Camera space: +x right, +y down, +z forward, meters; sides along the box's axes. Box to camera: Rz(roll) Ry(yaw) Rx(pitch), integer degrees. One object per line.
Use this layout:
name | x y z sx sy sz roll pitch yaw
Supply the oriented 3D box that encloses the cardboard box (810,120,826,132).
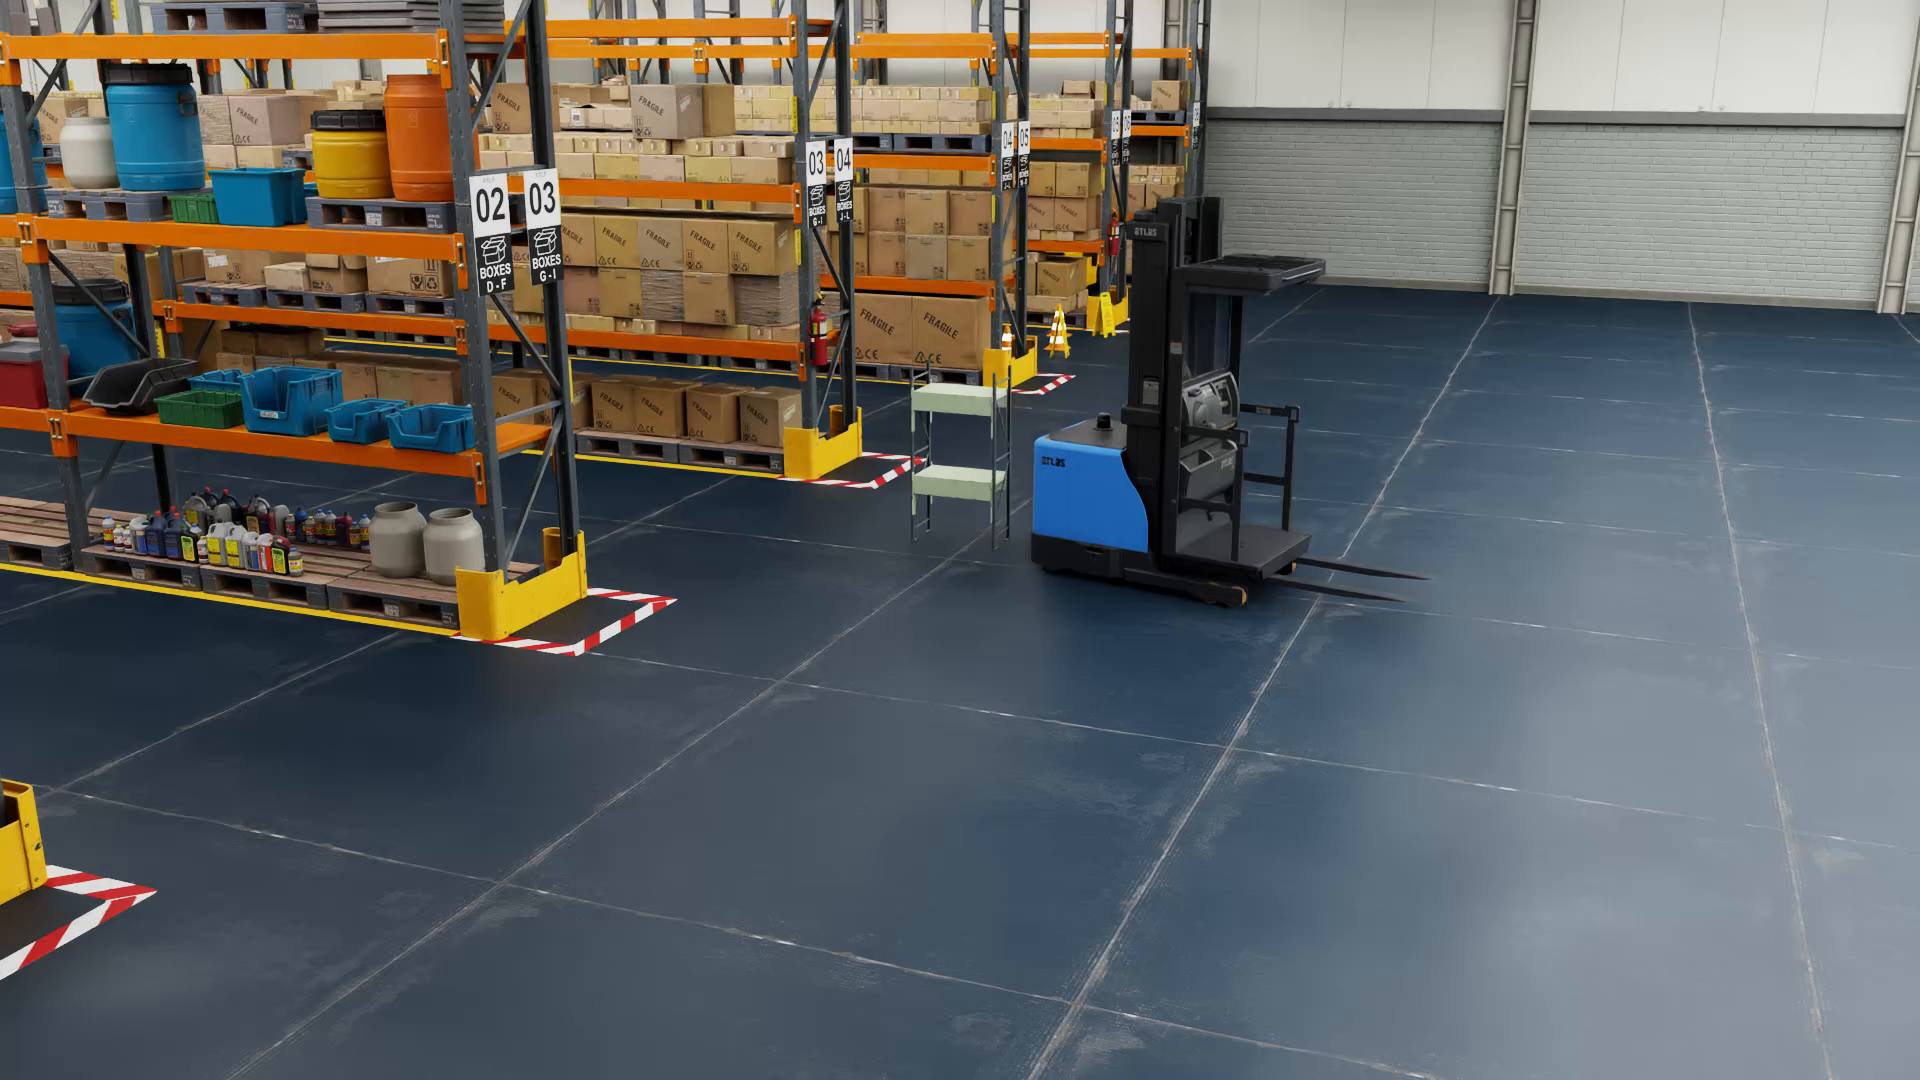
cardboard box | -1.705 -5.181 20.778 0.250 0.149 0.380 6 17 21

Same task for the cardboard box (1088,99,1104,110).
cardboard box | 2.083 -6.544 24.974 0.250 0.149 0.380 6 17 20

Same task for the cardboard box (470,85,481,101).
cardboard box | -8.111 -7.504 28.329 0.500 0.500 0.500 6 17 20

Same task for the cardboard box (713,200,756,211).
cardboard box | -2.774 -4.411 21.780 0.550 0.550 0.875 6 17 21

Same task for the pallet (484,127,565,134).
pallet | -6.207 -5.574 22.951 1.003 0.211 1.213 7 18 23

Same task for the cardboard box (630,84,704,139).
cardboard box | -2.832 -4.146 16.085 0.500 0.500 0.500 6 17 21

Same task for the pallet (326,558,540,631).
pallet | -3.956 0.362 12.547 1.213 0.211 1.003 6 17 21

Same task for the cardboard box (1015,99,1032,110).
cardboard box | 1.004 -6.536 24.949 0.250 0.149 0.380 6 17 21

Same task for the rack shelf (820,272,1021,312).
rack shelf | -1.244 -3.317 21.508 4.000 0.370 1.077 6 17 21

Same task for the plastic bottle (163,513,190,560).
plastic bottle | -6.061 -0.036 12.879 0.185 0.351 0.144 6 17 18

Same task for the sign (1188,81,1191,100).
sign | 3.945 -7.728 28.586 0.005 0.325 0.100 6 17 21

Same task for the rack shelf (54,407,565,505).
rack shelf | -4.975 -0.756 12.688 4.000 0.370 1.077 6 17 21

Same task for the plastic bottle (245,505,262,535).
plastic bottle | -5.665 -0.140 13.358 0.133 0.283 0.061 6 17 21

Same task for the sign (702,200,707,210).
sign | -3.294 -4.243 21.474 0.005 0.325 0.100 6 17 21

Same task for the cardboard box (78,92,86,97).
cardboard box | -13.089 -6.701 25.152 0.250 0.149 0.380 7 18 22

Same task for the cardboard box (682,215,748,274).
cardboard box | -2.367 -2.894 16.257 0.500 0.500 0.500 6 17 21

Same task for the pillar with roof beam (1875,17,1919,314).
pillar with roof beam | 13.423 -6.881 21.736 0.400 9.000 9.100 6 17 21

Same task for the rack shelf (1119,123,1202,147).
rack shelf | 2.296 -7.339 29.984 4.000 0.370 1.077 6 17 21

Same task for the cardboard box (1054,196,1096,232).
cardboard box | 1.733 -4.927 25.051 0.500 0.500 0.500 6 17 20

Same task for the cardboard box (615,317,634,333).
cardboard box | -3.279 -2.206 16.844 0.250 0.149 0.380 6 17 21

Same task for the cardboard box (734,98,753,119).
cardboard box | -2.752 -5.505 21.179 0.500 0.250 0.500 6 17 21

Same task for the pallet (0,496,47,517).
pallet | -8.719 -0.162 14.352 1.213 0.211 1.003 6 17 21

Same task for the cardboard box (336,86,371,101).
cardboard box | -8.501 -6.232 23.329 0.258 0.266 0.396 6 17 21

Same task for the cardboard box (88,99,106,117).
cardboard box | -9.333 -4.735 18.786 0.637 0.503 0.797 7 18 24

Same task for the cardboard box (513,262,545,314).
cardboard box | -4.170 -2.659 17.240 0.500 0.500 0.875 6 17 21

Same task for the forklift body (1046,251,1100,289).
forklift body | 1.723 -5.353 28.753 1.214 2.155 2.313 6 17 21

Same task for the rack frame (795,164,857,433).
rack frame | -1.297 -2.181 16.308 0.127 3.000 1.000 6 17 21

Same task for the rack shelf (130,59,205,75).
rack shelf | -10.600 -5.548 19.151 4.000 0.370 1.077 6 17 21

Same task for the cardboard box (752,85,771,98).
cardboard box | -2.417 -5.642 20.936 0.250 0.149 0.380 6 17 20

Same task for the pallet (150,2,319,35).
pallet | -4.920 -3.703 11.844 1.213 0.211 1.003 6 17 21

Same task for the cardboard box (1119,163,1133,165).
cardboard box | 2.962 -6.740 30.134 0.250 0.149 0.380 7 18 22

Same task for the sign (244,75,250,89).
sign | -12.754 -8.143 29.754 0.005 0.325 0.100 6 17 21

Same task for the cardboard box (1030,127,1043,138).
cardboard box | 1.215 -6.132 24.985 0.250 0.149 0.380 6 17 21

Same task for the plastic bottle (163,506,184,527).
plastic bottle | -6.184 -0.092 13.074 0.185 0.351 0.144 6 17 21

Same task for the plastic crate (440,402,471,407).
plastic crate | -3.829 -0.945 12.522 0.250 0.136 0.298 6 17 21

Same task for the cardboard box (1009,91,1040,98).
cardboard box | 1.120 -7.948 30.017 0.500 0.311 0.500 7 17 22

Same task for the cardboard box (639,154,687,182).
cardboard box | -2.778 -3.638 16.215 0.500 0.250 0.500 7 17 22

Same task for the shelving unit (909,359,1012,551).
shelving unit | 0.006 -0.720 13.962 0.755 1.500 0.431 6 17 21

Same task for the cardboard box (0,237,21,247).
cardboard box | -11.229 -3.802 19.912 0.637 0.503 0.797 6 17 21

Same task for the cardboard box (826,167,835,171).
cardboard box | -2.352 -7.038 31.694 0.250 0.149 0.380 6 17 21

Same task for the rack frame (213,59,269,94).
rack frame | -10.546 -7.566 24.095 0.127 3.000 1.000 6 17 21

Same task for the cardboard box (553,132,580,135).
cardboard box | -4.130 -4.138 17.221 0.250 0.149 0.380 5 17 18

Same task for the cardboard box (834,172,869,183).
cardboard box | -1.713 -5.676 26.878 0.500 0.500 0.500 7 18 22

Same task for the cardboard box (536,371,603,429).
cardboard box | -4.125 -1.484 17.635 0.500 0.500 0.500 13 21 38

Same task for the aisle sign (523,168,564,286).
aisle sign | -2.940 -2.214 11.757 0.004 0.787 0.394 6 17 21

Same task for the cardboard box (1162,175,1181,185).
cardboard box | 3.731 -6.362 29.364 0.250 0.149 0.380 7 17 21

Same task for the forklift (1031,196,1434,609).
forklift | 2.086 -1.064 12.583 3.031 2.935 1.130 10 19 31

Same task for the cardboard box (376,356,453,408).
cardboard box | -6.018 -1.724 18.425 0.500 0.500 0.700 6 17 20

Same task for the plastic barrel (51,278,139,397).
plastic barrel | -7.084 -1.665 13.629 0.708 0.901 0.600 6 17 21

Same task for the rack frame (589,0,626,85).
rack frame | -7.006 -10.148 32.989 0.127 3.000 1.000 6 17 21

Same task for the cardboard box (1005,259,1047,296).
cardboard box | 1.011 -4.060 25.611 0.500 0.500 0.500 7 18 23

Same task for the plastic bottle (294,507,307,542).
plastic bottle | -5.287 -0.130 13.347 0.097 0.271 0.097 0 16 0

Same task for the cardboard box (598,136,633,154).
cardboard box | -3.350 -3.896 16.388 0.250 0.149 0.380 7 18 22

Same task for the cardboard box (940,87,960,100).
cardboard box | -0.053 -5.382 20.041 0.250 0.149 0.380 6 17 21

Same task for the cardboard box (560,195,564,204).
cardboard box | -5.462 -4.652 22.846 0.500 0.500 0.700 6 17 20
